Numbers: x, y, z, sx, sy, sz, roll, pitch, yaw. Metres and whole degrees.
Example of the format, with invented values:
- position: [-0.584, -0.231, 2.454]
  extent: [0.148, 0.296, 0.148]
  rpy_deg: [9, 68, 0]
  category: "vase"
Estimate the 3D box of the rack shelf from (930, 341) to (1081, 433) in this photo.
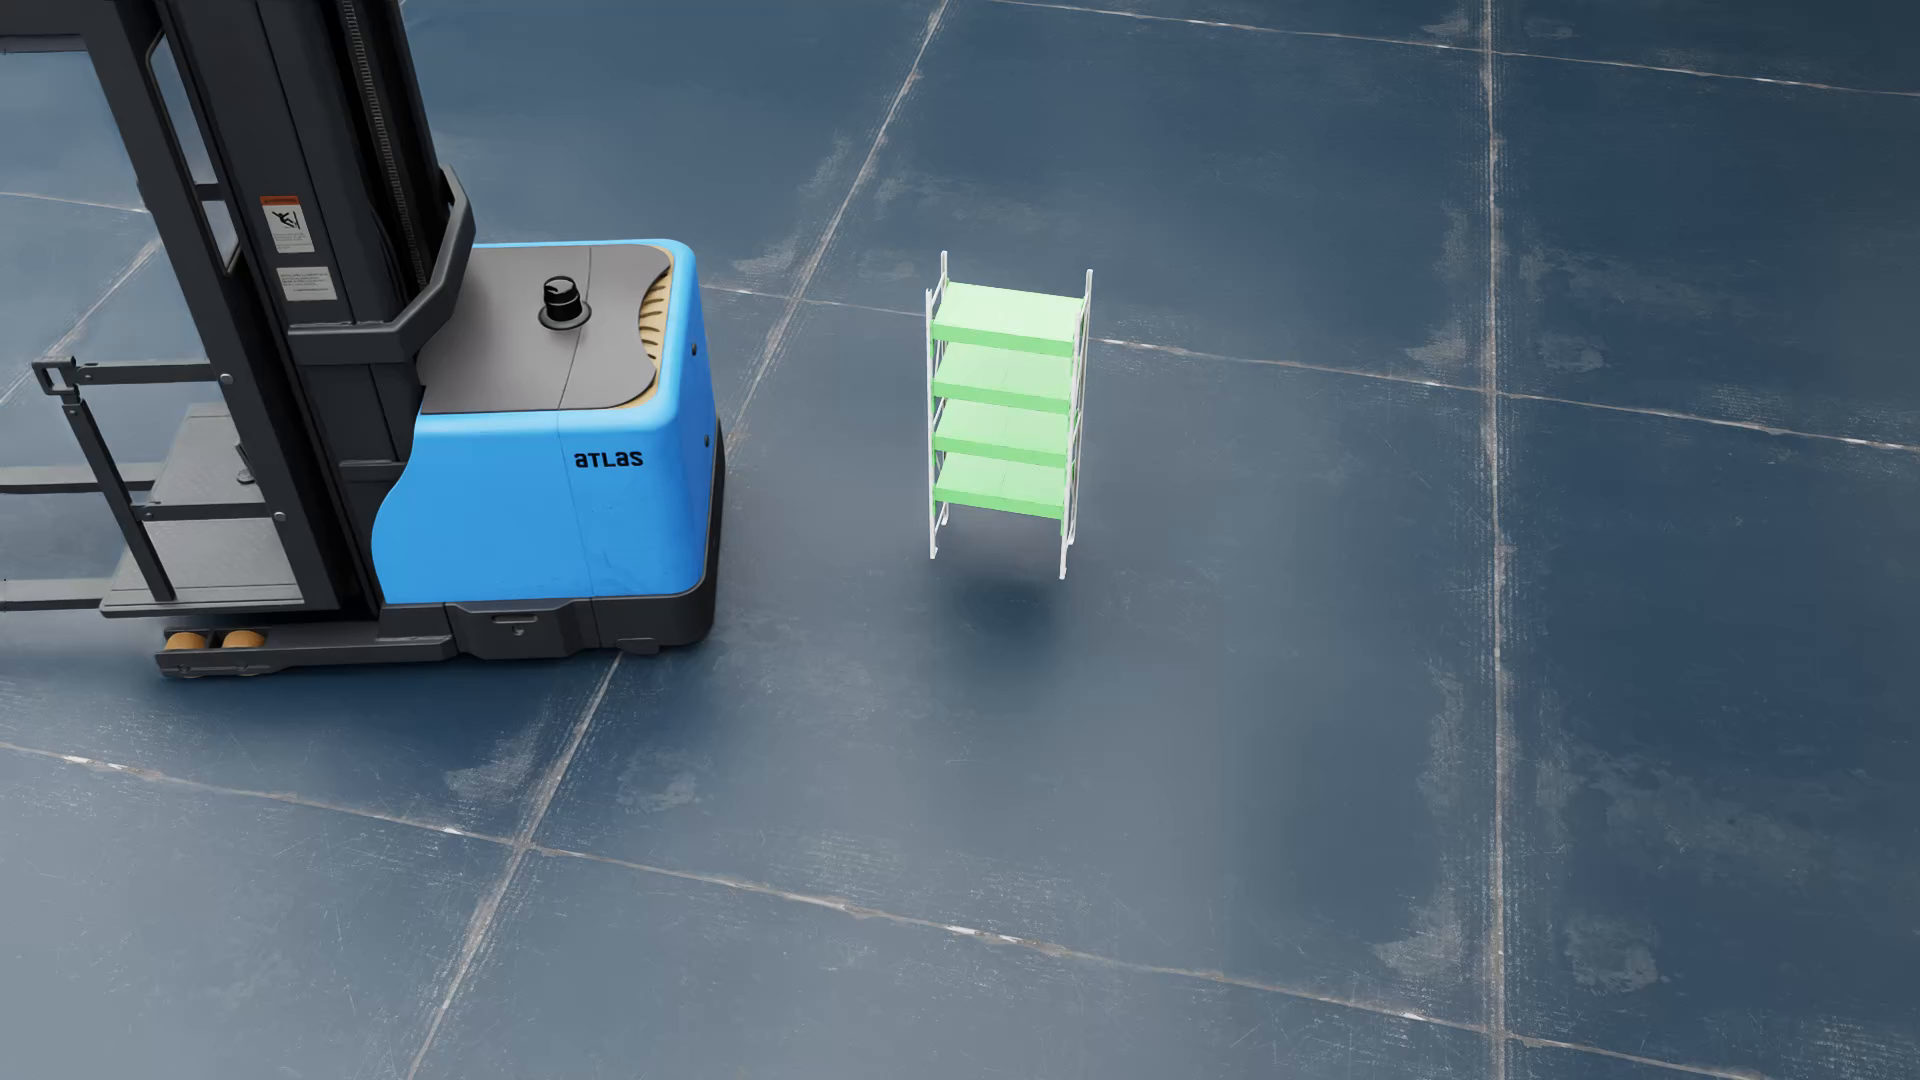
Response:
- position: [0.162, -0.534, 5.686]
  extent: [0.480, 0.148, 0.258]
  rpy_deg: [9, 45, 9]
  category: "rack shelf"

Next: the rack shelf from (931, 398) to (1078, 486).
- position: [0.162, -0.361, 5.852]
  extent: [0.480, 0.148, 0.258]
  rpy_deg: [9, 45, 9]
  category: "rack shelf"

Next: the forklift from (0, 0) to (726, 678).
- position: [-2.401, -0.956, 5.130]
  extent: [3.031, 2.935, 1.130]
  rpy_deg: [-2, 44, -2]
  category: "forklift"

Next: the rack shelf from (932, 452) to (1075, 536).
- position: [0.162, -0.188, 6.019]
  extent: [0.480, 0.148, 0.258]
  rpy_deg: [9, 45, 9]
  category: "rack shelf"

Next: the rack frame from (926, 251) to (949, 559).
- position: [-0.077, -0.444, 5.846]
  extent: [0.015, 1.200, 0.240]
  rpy_deg: [9, 45, 9]
  category: "rack frame"

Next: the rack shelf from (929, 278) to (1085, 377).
- position: [0.162, -0.707, 5.519]
  extent: [0.480, 0.148, 0.258]
  rpy_deg: [9, 45, 9]
  category: "rack shelf"

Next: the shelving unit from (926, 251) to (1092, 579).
- position: [0.162, -0.407, 5.808]
  extent: [0.503, 1.200, 0.258]
  rpy_deg: [9, 45, 9]
  category: "shelving unit"

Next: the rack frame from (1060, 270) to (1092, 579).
- position: [0.400, -0.370, 5.769]
  extent: [0.015, 1.200, 0.240]
  rpy_deg: [9, 45, 9]
  category: "rack frame"
